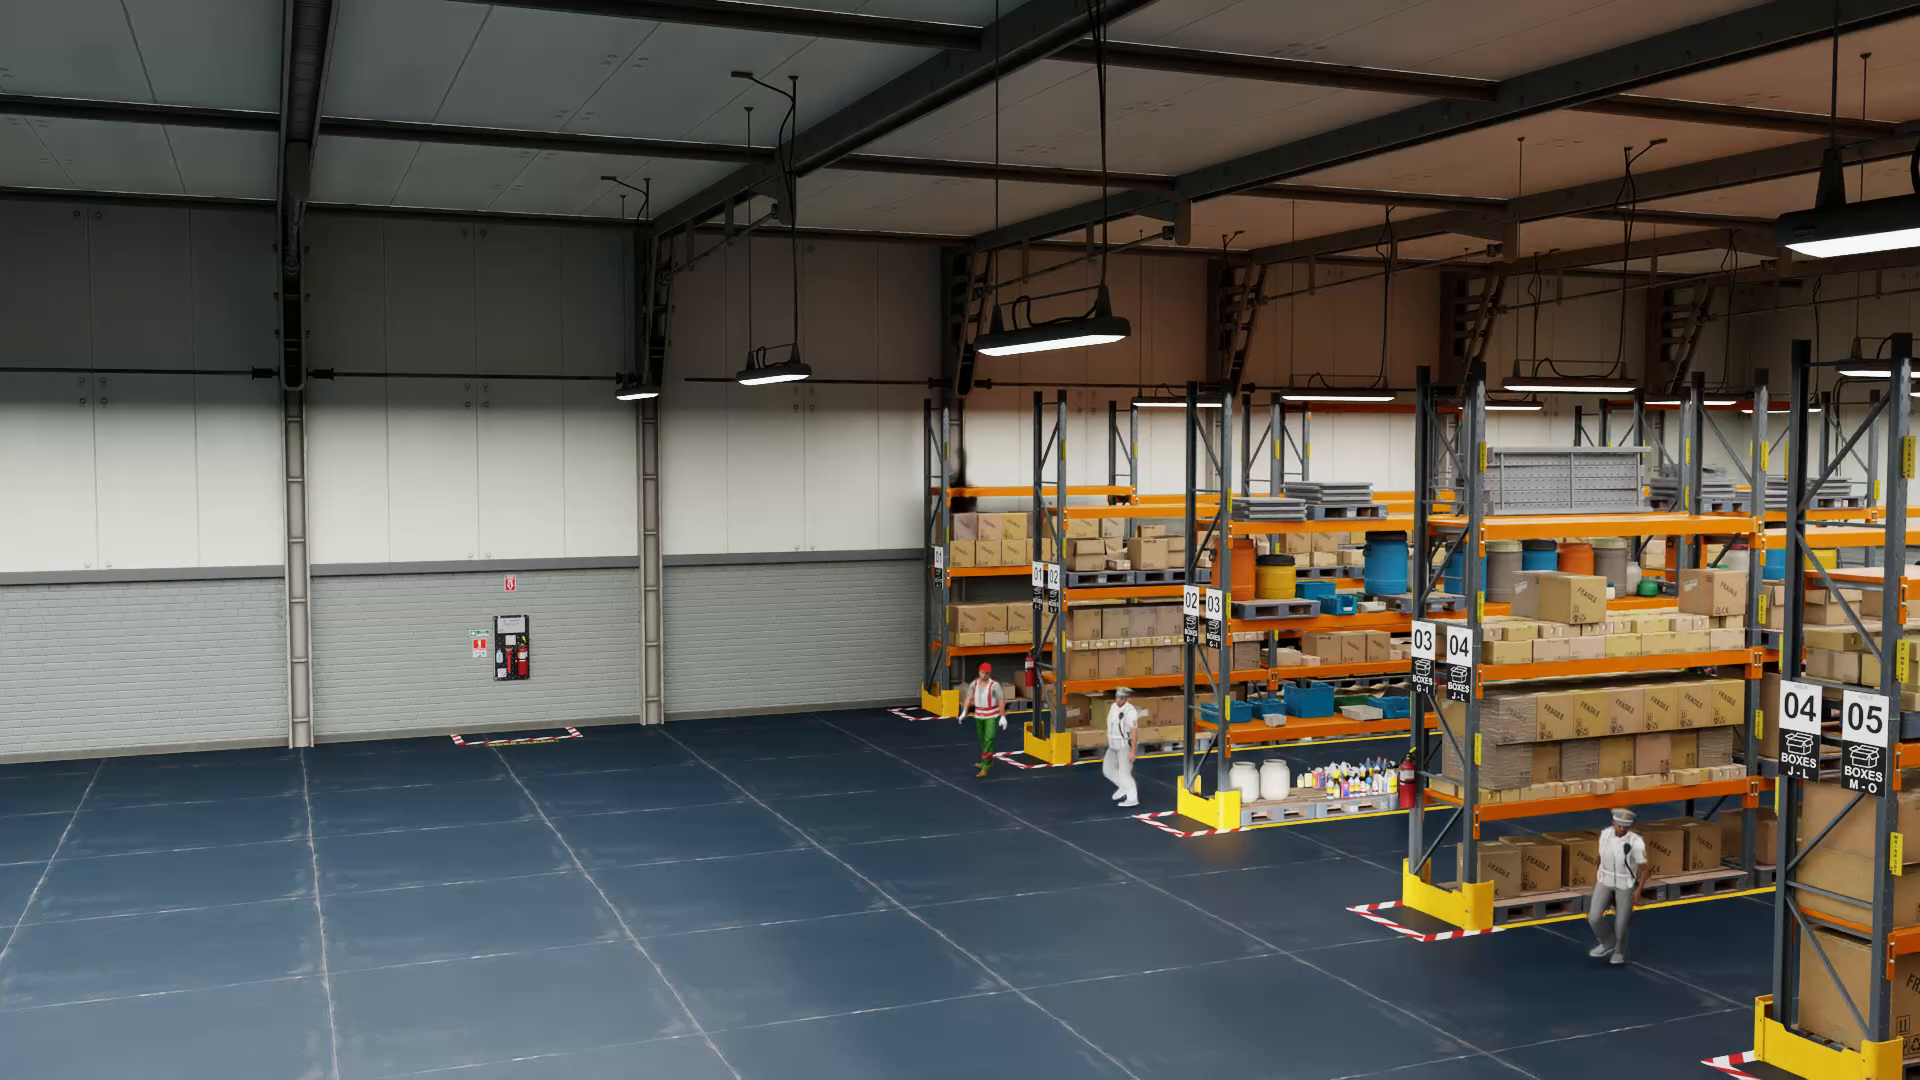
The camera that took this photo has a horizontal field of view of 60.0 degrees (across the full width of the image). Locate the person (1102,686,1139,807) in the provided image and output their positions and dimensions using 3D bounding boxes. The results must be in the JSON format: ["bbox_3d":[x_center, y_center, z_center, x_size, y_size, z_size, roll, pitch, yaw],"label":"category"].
[{"bbox_3d":[2.330,2.908,23.588,0.546,1.712,0.652,-3,4,-37],"label":"person"}]

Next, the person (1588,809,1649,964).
[{"bbox_3d":[6.445,3.397,16.270,0.573,1.596,0.684,2,4,33],"label":"person"}]

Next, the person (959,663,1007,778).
[{"bbox_3d":[0.376,2.762,25.880,0.688,1.739,0.899,2,4,33],"label":"person"}]
